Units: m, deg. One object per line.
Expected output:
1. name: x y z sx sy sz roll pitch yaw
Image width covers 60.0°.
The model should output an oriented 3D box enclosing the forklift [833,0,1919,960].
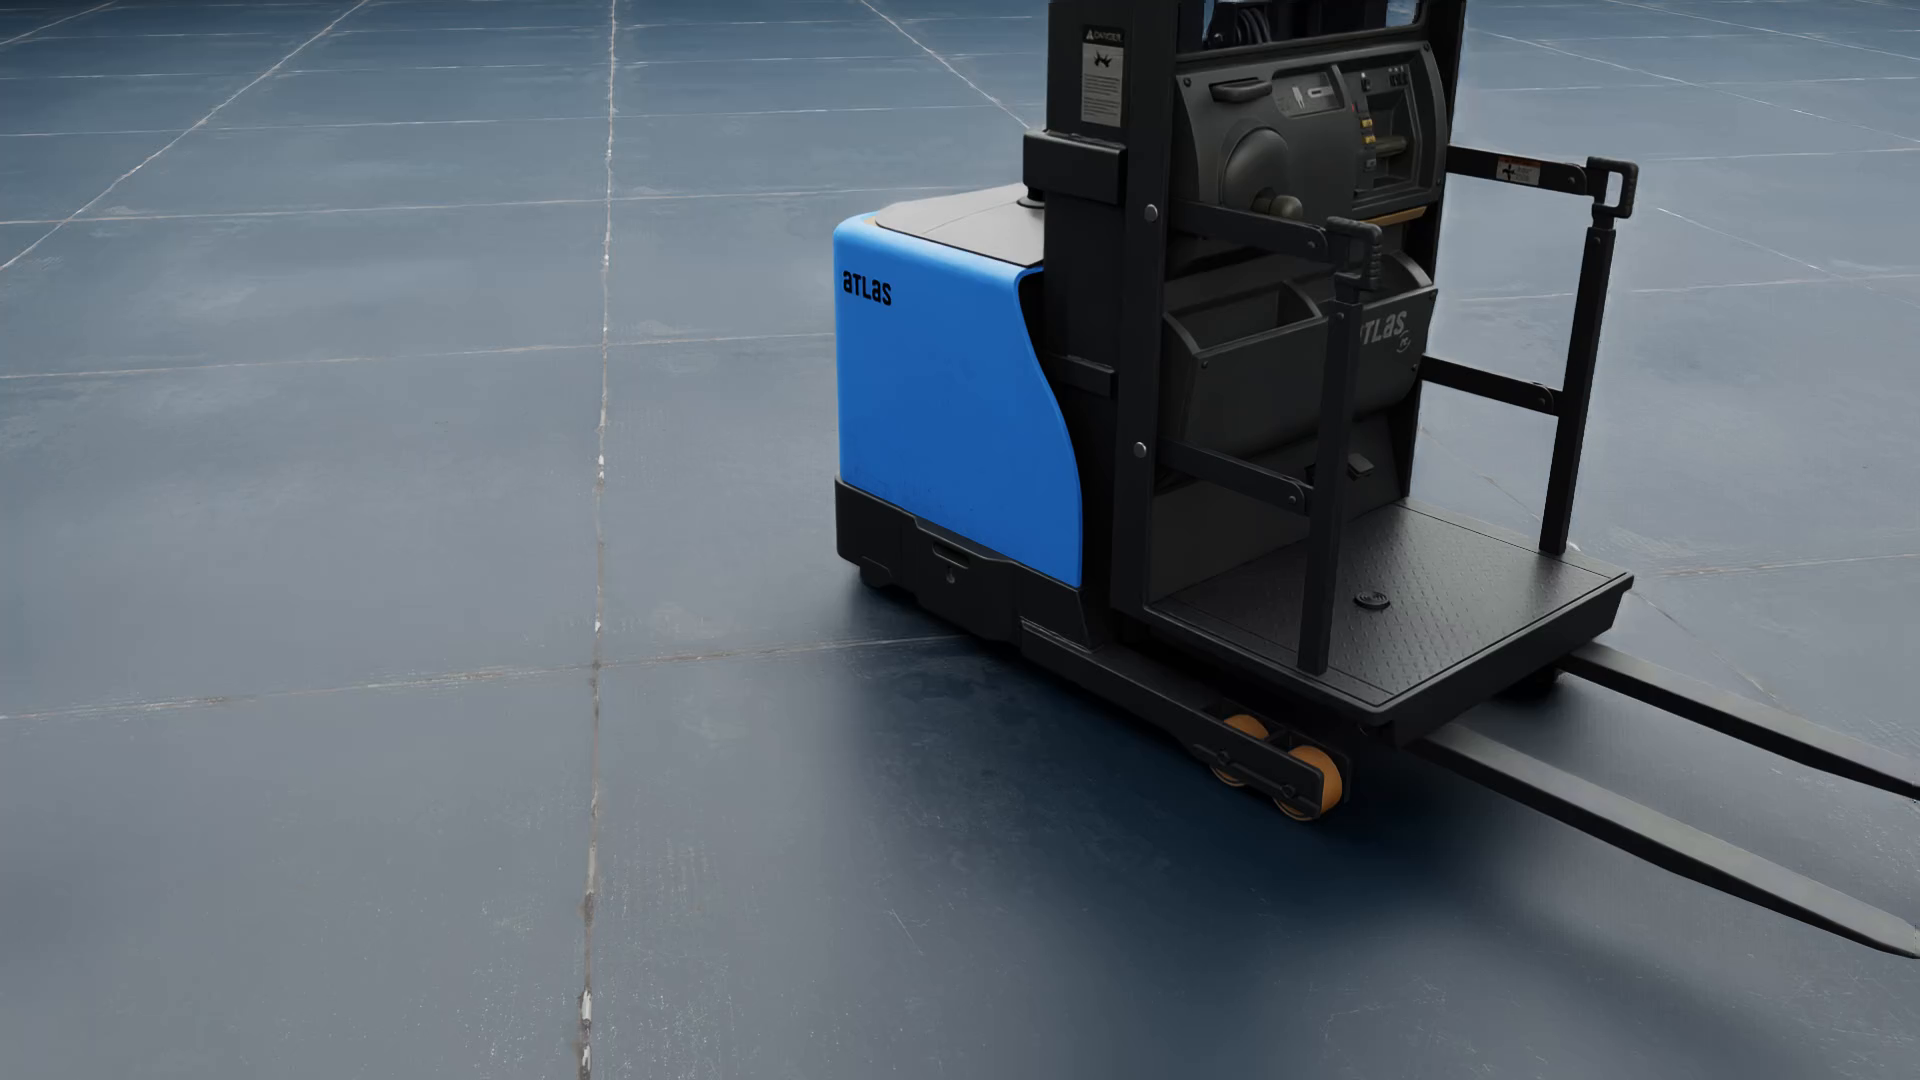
1. forklift: 0.977 -0.934 3.726 1.130 2.935 3.031 -19 30 -37
